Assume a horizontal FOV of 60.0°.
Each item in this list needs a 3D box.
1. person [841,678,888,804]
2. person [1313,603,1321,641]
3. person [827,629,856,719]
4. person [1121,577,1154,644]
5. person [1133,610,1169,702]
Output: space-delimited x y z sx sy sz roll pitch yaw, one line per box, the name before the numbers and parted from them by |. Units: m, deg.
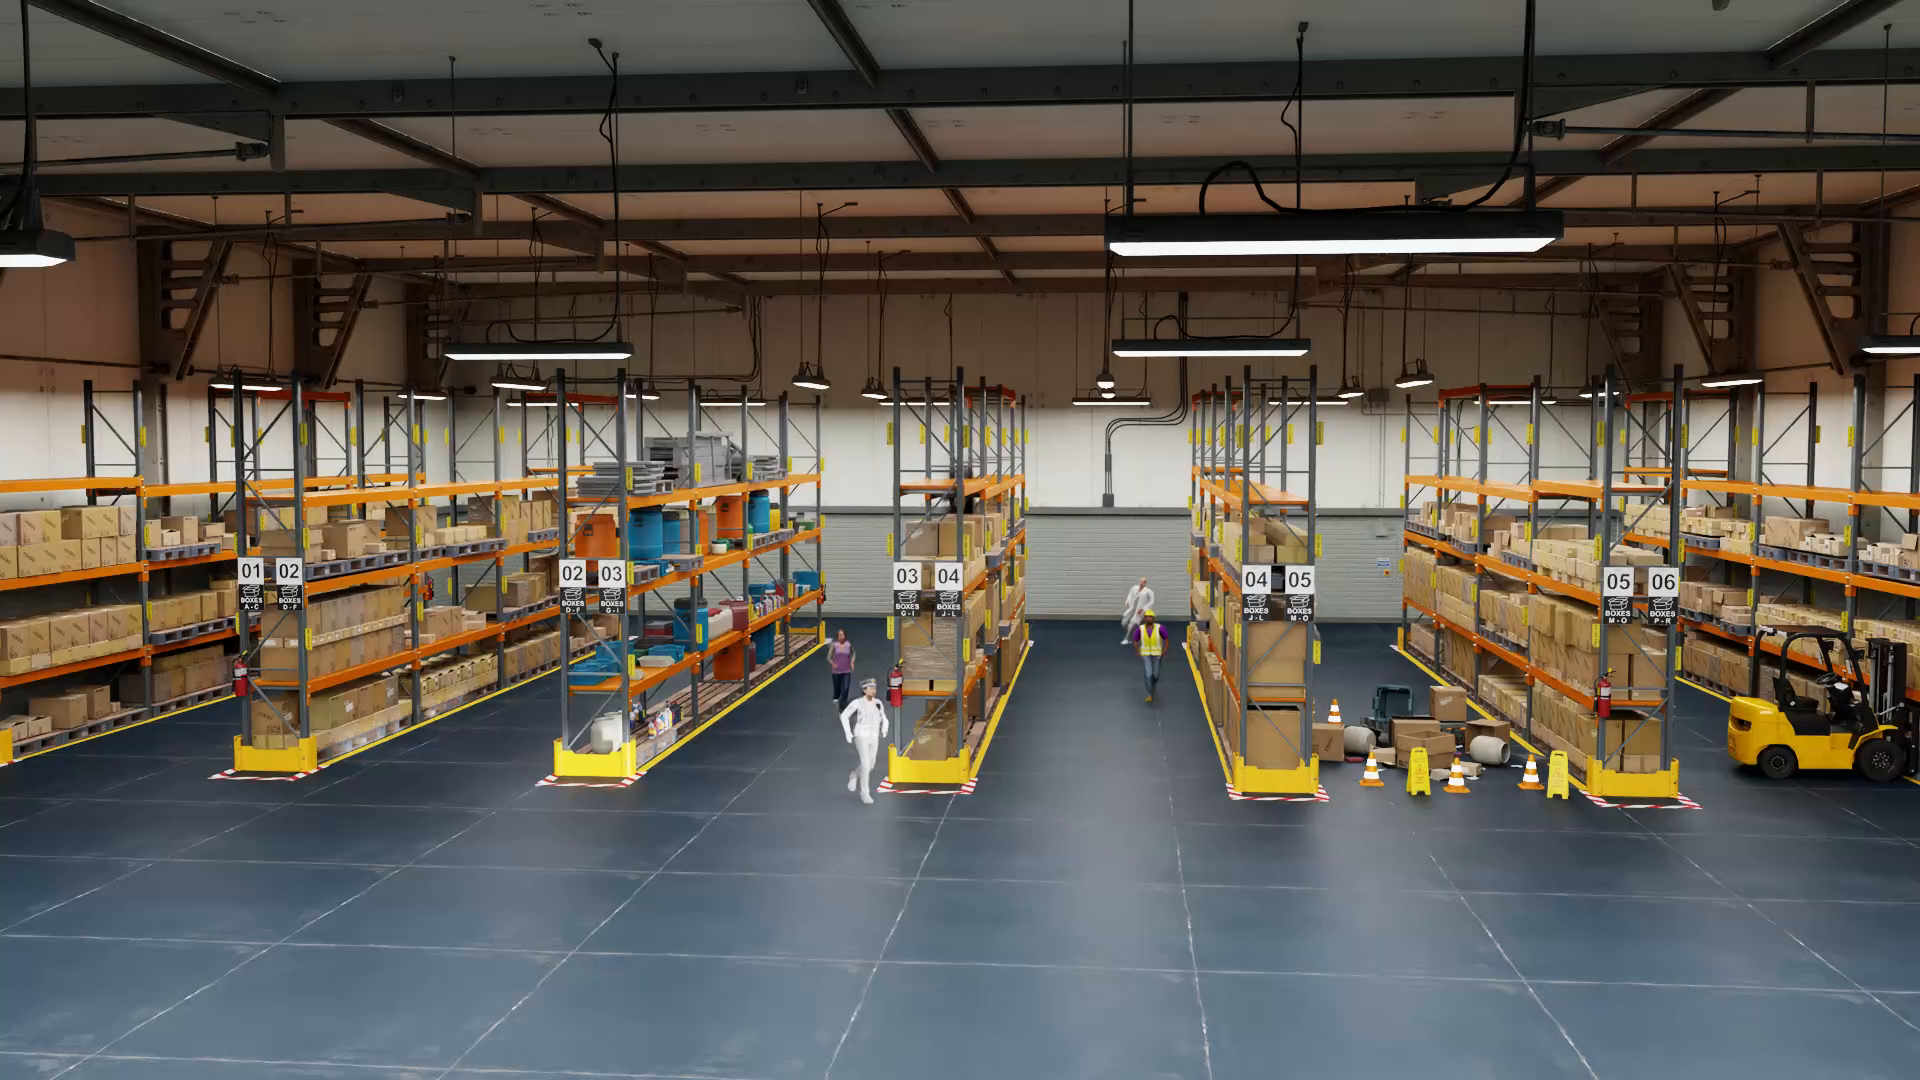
person | -1.284 2.754 23.015 0.662 1.678 0.725 -2 4 -30
person | 8.435 1.661 40.517 0.754 1.601 0.560 0 4 -2
person | -2.107 2.366 29.621 0.539 1.572 0.832 -1 4 -11
person | 4.227 1.700 39.912 0.851 1.644 0.555 3 5 42
person | 3.619 2.187 31.535 0.693 1.732 0.561 1 4 9
